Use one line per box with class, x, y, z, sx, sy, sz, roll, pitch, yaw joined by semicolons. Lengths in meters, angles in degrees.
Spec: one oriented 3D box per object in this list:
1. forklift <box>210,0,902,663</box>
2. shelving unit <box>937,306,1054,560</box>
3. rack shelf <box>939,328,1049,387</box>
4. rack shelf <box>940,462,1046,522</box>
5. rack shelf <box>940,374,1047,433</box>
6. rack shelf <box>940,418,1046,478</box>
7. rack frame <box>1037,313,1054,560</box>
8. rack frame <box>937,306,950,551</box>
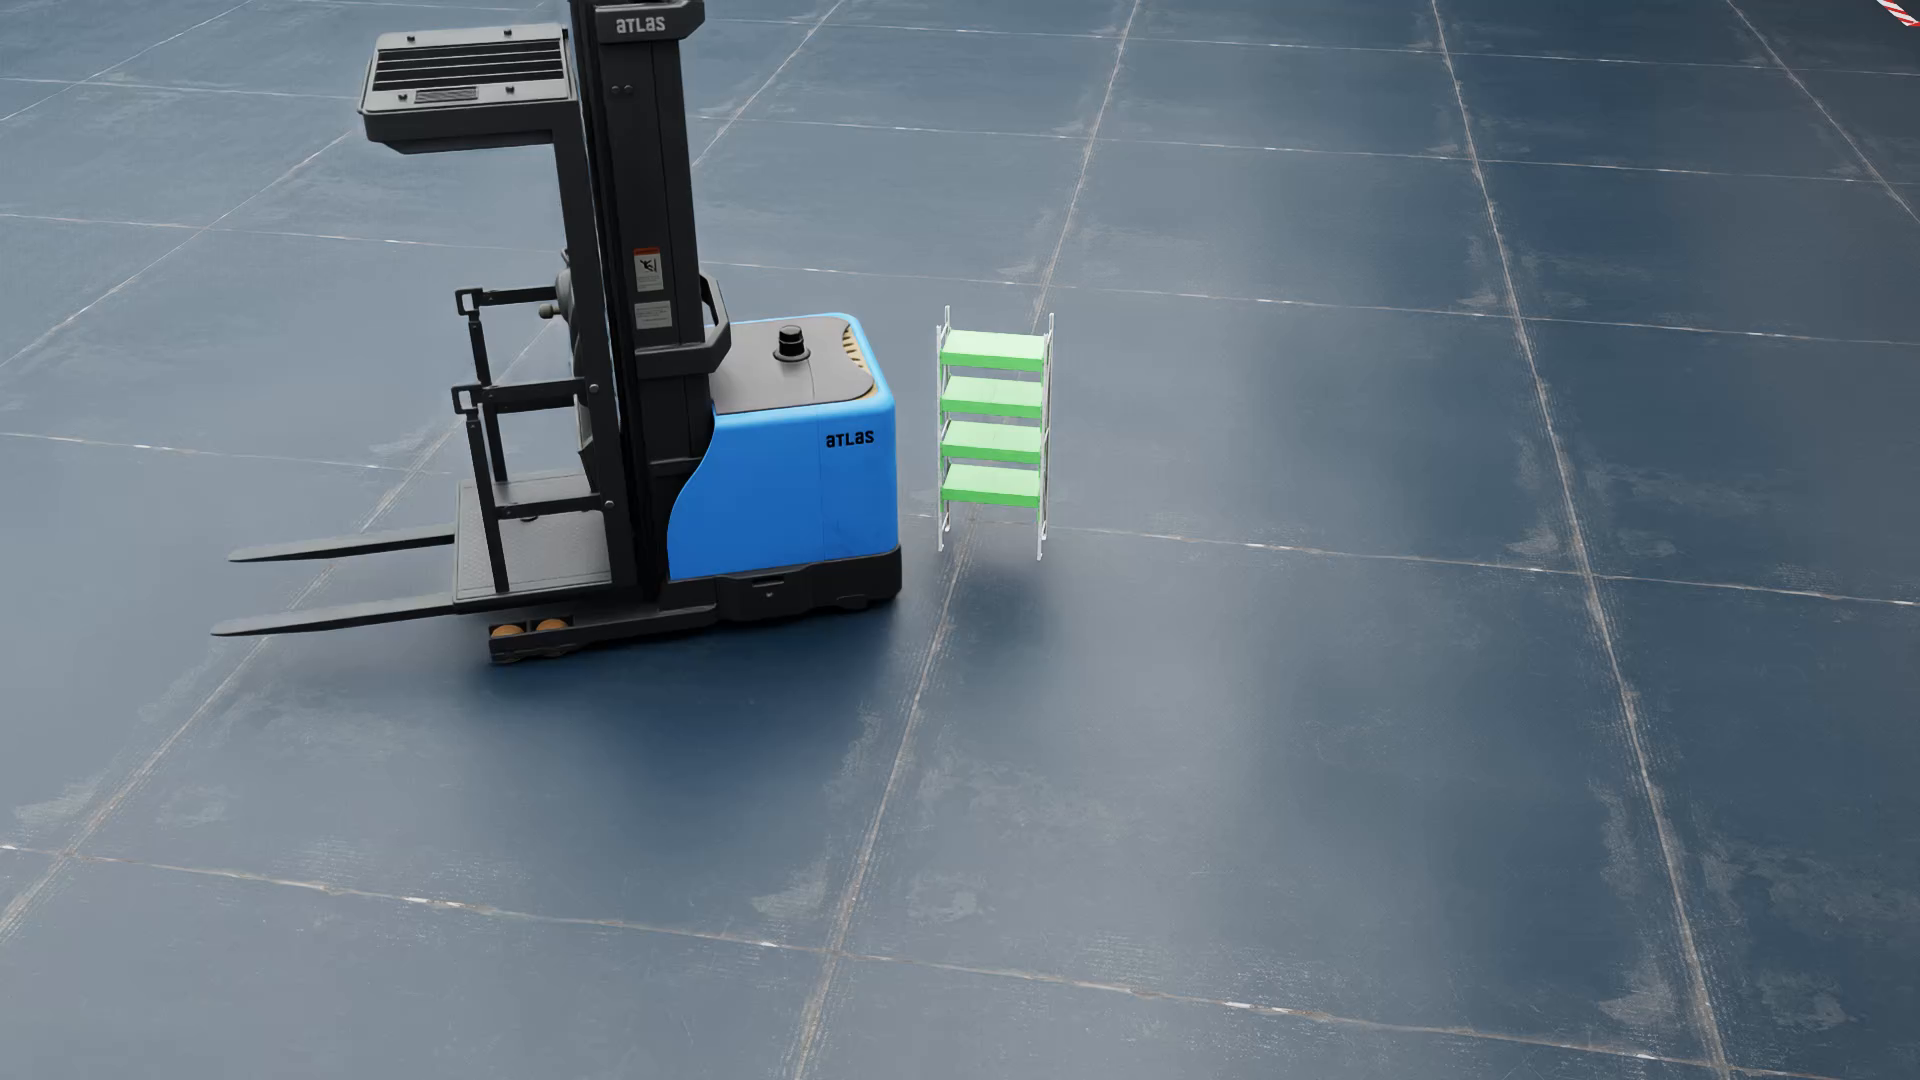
forklift;-1.844;-1.007;7.096;3.031;2.935;1.130;-7;33;-11
shelving unit;0.163;-0.494;7.908;0.503;1.200;0.258;5;32;8
rack shelf;0.163;-0.847;7.687;0.480;0.148;0.258;5;32;8
rack shelf;0.163;-0.236;8.069;0.480;0.148;0.258;5;32;8
rack shelf;0.163;-0.643;7.815;0.480;0.148;0.258;5;32;8
rack shelf;0.163;-0.440;7.942;0.480;0.148;0.258;5;32;8
rack frame;0.404;-0.472;7.873;0.015;1.200;0.240;5;32;8
rack frame;-0.077;-0.516;7.943;0.015;1.200;0.240;5;32;8
